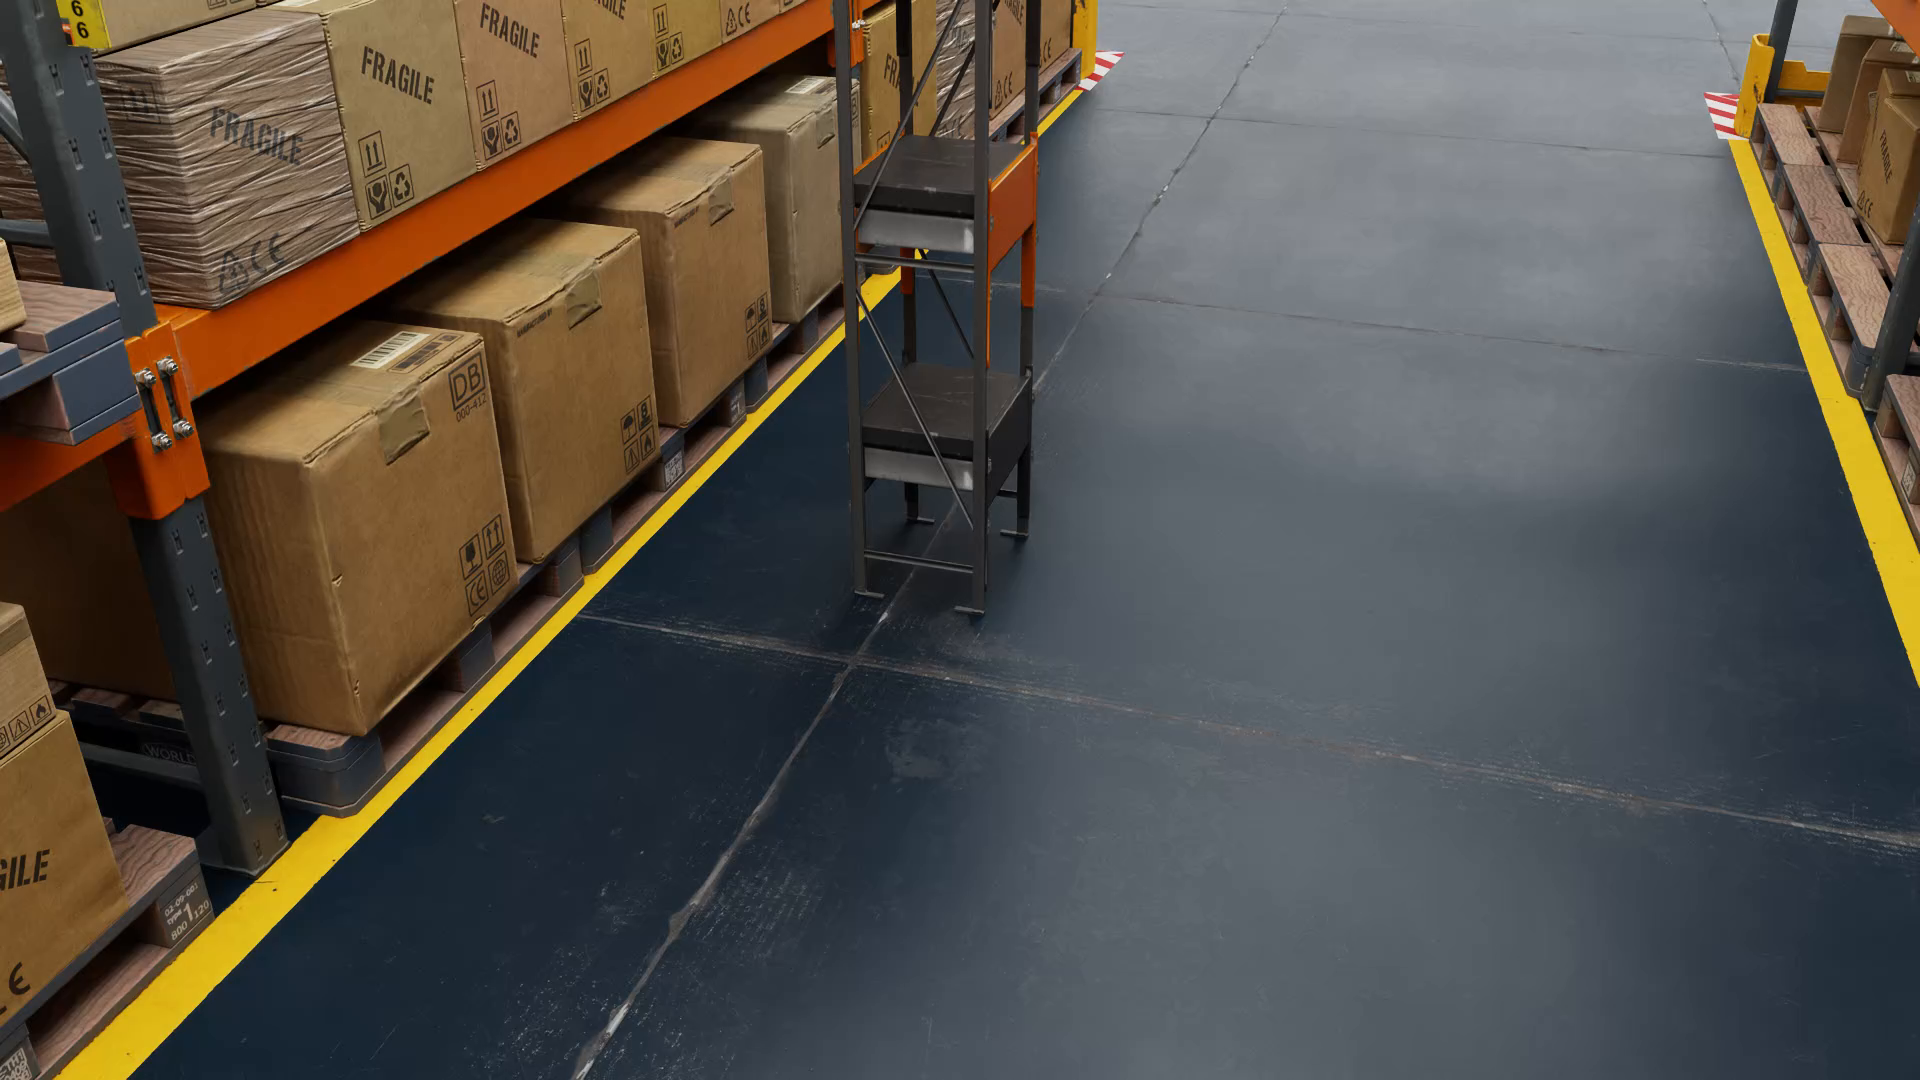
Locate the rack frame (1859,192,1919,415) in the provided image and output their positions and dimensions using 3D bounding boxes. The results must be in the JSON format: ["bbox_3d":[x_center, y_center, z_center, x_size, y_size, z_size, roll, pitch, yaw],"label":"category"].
[{"bbox_3d":[3.804,-1.730,5.275,1.000,3.000,0.127,8,30,15],"label":"rack frame"}]

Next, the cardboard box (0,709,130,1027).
[{"bbox_3d":[-2.025,0.626,3.179,0.500,0.500,0.500,8,30,15],"label":"cardboard box"}]

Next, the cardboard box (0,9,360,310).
[{"bbox_3d":[-1.692,-0.840,3.571,0.500,0.500,0.500,9,30,15],"label":"cardboard box"}]

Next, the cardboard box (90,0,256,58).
[{"bbox_3d":[-1.941,-1.314,3.395,0.700,0.500,0.500,8,30,15],"label":"cardboard box"}]

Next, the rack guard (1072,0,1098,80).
[{"bbox_3d":[0.273,-3.263,10.601,1.175,0.500,0.348,8,30,15],"label":"rack guard"}]

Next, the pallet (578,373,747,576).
[{"bbox_3d":[-1.419,-0.328,5.623,1.003,0.211,1.213,8,30,15],"label":"pallet"}]

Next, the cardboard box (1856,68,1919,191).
[{"bbox_3d":[4.434,-1.822,7.578,0.500,0.500,0.500,11,31,20],"label":"cardboard box"}]

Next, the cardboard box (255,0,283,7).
[{"bbox_3d":[-1.793,-1.549,3.818,0.700,0.500,0.500,8,30,14],"label":"cardboard box"}]

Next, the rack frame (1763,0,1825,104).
[{"bbox_3d":[4.978,-3.589,8.616,1.000,3.000,0.127,8,30,15],"label":"rack frame"}]

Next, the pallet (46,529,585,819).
[{"bbox_3d":[-1.778,0.237,4.607,1.003,0.211,1.213,8,30,15],"label":"pallet"}]

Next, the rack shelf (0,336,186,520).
[{"bbox_3d":[-2.669,0.618,1.794,1.077,0.370,4.000,8,30,15],"label":"rack shelf"}]

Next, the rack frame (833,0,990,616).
[{"bbox_3d":[-0.120,-0.727,4.397,0.400,2.100,0.015,8,30,15],"label":"rack frame"}]

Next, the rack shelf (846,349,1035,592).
[{"bbox_3d":[-0.049,-0.217,4.948,0.431,0.518,0.480,8,30,15],"label":"rack shelf"}]

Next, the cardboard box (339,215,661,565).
[{"bbox_3d":[-1.564,-0.503,4.952,1.050,0.750,0.750,9,30,16],"label":"cardboard box"}]

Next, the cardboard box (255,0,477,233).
[{"bbox_3d":[-1.546,-1.077,3.997,0.500,0.500,0.500,8,30,14],"label":"cardboard box"}]

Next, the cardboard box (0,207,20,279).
[{"bbox_3d":[-2.206,-0.917,3.711,0.500,0.500,0.500,8,30,15],"label":"cardboard box"}]

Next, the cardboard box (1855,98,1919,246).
[{"bbox_3d":[4.228,-1.569,7.124,0.500,0.500,0.500,6,30,10],"label":"cardboard box"}]

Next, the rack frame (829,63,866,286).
[{"bbox_3d":[-0.908,-2.485,6.632,1.000,3.000,0.127,8,30,15],"label":"rack frame"}]

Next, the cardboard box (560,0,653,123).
[{"bbox_3d":[-1.249,-1.542,4.834,0.500,0.500,0.500,8,30,14],"label":"cardboard box"}]

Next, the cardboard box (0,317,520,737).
[{"bbox_3d":[-1.817,-0.097,4.220,1.050,0.750,0.750,8,30,14],"label":"cardboard box"}]

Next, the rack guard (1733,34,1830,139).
[{"bbox_3d":[4.956,-2.462,9.161,1.175,0.500,0.348,8,30,15],"label":"rack guard"}]

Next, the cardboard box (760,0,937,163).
[{"bbox_3d":[-0.656,-2.022,7.553,0.875,0.875,0.875,9,30,16],"label":"cardboard box"}]

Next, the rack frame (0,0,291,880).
[{"bbox_3d":[-2.082,-0.626,3.290,1.000,3.000,0.127,8,30,15],"label":"rack frame"}]

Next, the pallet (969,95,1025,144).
[{"bbox_3d":[-0.254,-2.177,8.947,1.003,0.211,1.213,8,30,15],"label":"pallet"}]

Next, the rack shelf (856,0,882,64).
[{"bbox_3d":[-0.321,-3.100,8.477,1.077,0.370,4.000,8,30,15],"label":"rack shelf"}]

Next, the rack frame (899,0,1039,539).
[{"bbox_3d":[0.023,-0.954,4.805,0.400,2.100,0.015,8,30,15],"label":"rack frame"}]

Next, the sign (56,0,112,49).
[{"bbox_3d":[-1.560,-1.024,2.896,0.100,0.325,0.005,8,30,15],"label":"sign"}]

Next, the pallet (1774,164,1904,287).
[{"bbox_3d":[4.324,-1.398,7.545,1.003,0.211,1.213,8,30,15],"label":"pallet"}]

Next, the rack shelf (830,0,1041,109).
[{"bbox_3d":[-0.049,-1.440,4.268,0.431,0.518,0.480,8,30,15],"label":"rack shelf"}]

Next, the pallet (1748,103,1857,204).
[{"bbox_3d":[4.684,-1.963,8.561,1.003,0.211,1.213,8,30,15],"label":"pallet"}]

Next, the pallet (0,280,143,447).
[{"bbox_3d":[-2.189,-0.196,2.714,1.213,0.211,1.003,8,30,15],"label":"pallet"}]

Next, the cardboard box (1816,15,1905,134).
[{"bbox_3d":[4.779,-2.393,8.605,0.500,0.500,0.500,14,32,24],"label":"cardboard box"}]

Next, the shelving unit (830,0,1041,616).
[{"bbox_3d":[-0.049,-0.841,4.601,0.431,2.100,0.503,8,30,15],"label":"shelving unit"}]

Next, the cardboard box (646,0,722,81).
[{"bbox_3d":[-1.102,-1.778,5.258,0.500,0.500,0.500,9,30,15],"label":"cardboard box"}]

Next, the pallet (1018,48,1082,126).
[{"bbox_3d":[0.106,-2.743,9.963,1.003,0.211,1.213,8,30,15],"label":"pallet"}]

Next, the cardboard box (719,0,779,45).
[{"bbox_3d":[-0.954,-2.013,5.681,0.500,0.500,0.500,8,30,14],"label":"cardboard box"}]

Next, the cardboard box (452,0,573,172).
[{"bbox_3d":[-1.397,-1.311,4.418,0.500,0.500,0.500,8,30,15],"label":"cardboard box"}]

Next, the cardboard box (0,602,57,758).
[{"bbox_3d":[-2.032,0.310,2.975,0.500,0.250,0.500,8,30,14],"label":"cardboard box"}]

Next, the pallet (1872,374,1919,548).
[{"bbox_3d":[3.577,-0.150,5.302,1.003,0.211,1.213,8,30,15],"label":"pallet"}]

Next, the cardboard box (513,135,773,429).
[{"bbox_3d":[-1.291,-0.936,5.730,1.050,0.750,0.750,8,30,15],"label":"cardboard box"}]

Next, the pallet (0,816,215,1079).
[{"bbox_3d":[-2.313,0.955,3.315,1.003,0.211,1.213,8,30,15],"label":"pallet"}]

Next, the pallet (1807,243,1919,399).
[{"bbox_3d":[3.967,-0.829,6.523,1.003,0.211,1.213,8,30,15],"label":"pallet"}]

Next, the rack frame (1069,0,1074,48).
[{"bbox_3d":[0.266,-4.344,9.973,1.000,3.000,0.127,8,30,15],"label":"rack frame"}]

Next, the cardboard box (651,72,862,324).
[{"bbox_3d":[-1.004,-1.384,6.535,1.050,0.750,0.750,8,30,15],"label":"cardboard box"}]

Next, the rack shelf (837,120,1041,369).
[{"bbox_3d":[-0.049,-0.829,4.608,0.431,0.518,0.480,8,30,15],"label":"rack shelf"}]

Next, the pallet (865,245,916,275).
[{"bbox_3d":[-0.610,-1.609,7.925,1.003,0.211,1.213,8,30,15],"label":"pallet"}]

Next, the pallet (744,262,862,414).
[{"bbox_3d":[-1.062,-0.897,6.646,1.003,0.211,1.213,8,30,15],"label":"pallet"}]

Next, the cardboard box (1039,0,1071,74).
[{"bbox_3d":[0.130,-3.274,9.804,0.875,0.875,0.875,9,30,15],"label":"cardboard box"}]

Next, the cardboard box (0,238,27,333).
[{"bbox_3d":[-1.787,-0.405,2.719,0.380,0.149,0.250,9,30,16],"label":"cardboard box"}]

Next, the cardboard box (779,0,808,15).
[{"bbox_3d":[-0.805,-2.248,6.103,0.500,0.500,0.500,8,30,15],"label":"cardboard box"}]

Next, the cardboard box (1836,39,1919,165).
[{"bbox_3d":[4.636,-2.110,8.096,0.500,0.500,0.500,17,33,28],"label":"cardboard box"}]

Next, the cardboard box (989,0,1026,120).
[{"bbox_3d":[-0.126,-2.865,9.069,0.875,0.875,0.875,8,30,14],"label":"cardboard box"}]

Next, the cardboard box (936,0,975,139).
[{"bbox_3d":[-0.395,-2.442,8.307,0.875,0.875,0.875,9,30,15],"label":"cardboard box"}]

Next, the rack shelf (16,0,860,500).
[{"bbox_3d":[-1.495,-1.241,5.136,1.077,0.370,4.000,8,30,15],"label":"rack shelf"}]
